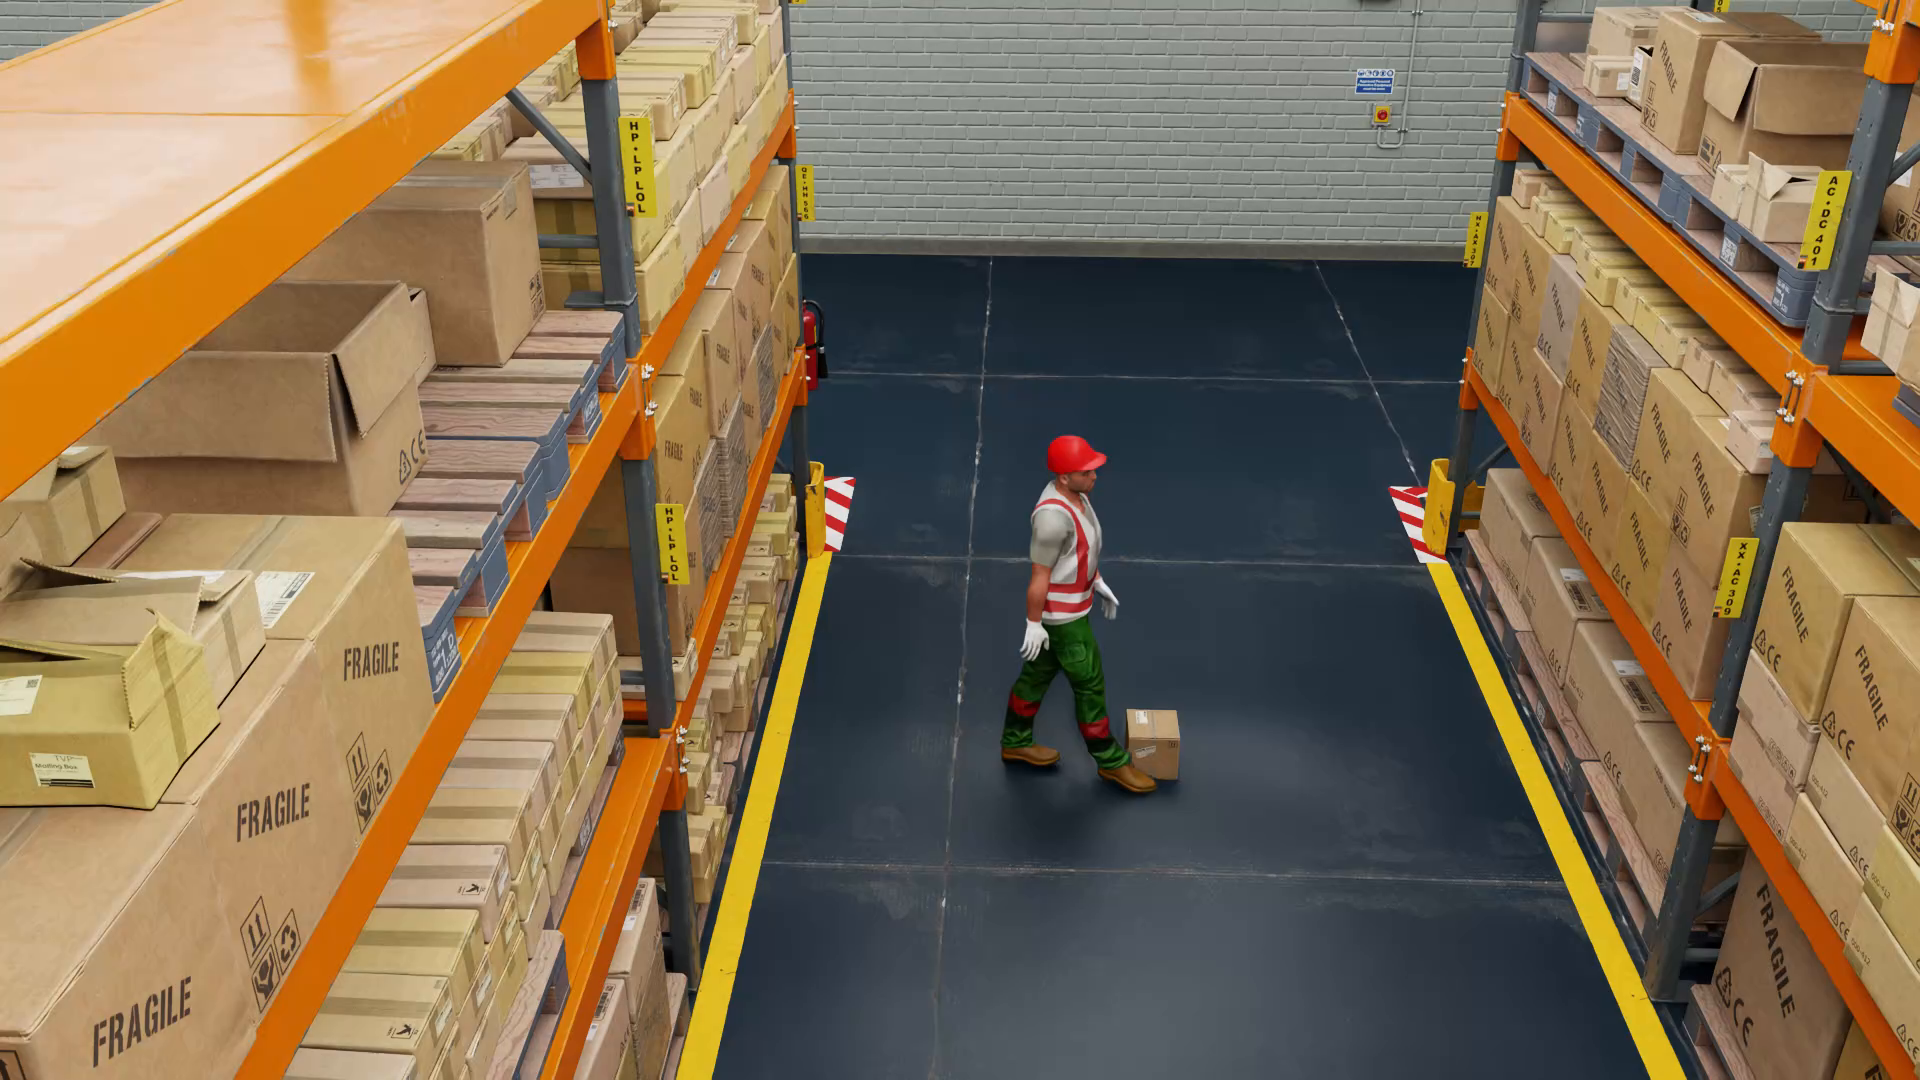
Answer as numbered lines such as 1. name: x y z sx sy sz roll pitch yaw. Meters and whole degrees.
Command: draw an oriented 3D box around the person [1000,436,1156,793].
1. person: 0.596 0.326 7.933 0.795 1.768 0.587 4 28 8
